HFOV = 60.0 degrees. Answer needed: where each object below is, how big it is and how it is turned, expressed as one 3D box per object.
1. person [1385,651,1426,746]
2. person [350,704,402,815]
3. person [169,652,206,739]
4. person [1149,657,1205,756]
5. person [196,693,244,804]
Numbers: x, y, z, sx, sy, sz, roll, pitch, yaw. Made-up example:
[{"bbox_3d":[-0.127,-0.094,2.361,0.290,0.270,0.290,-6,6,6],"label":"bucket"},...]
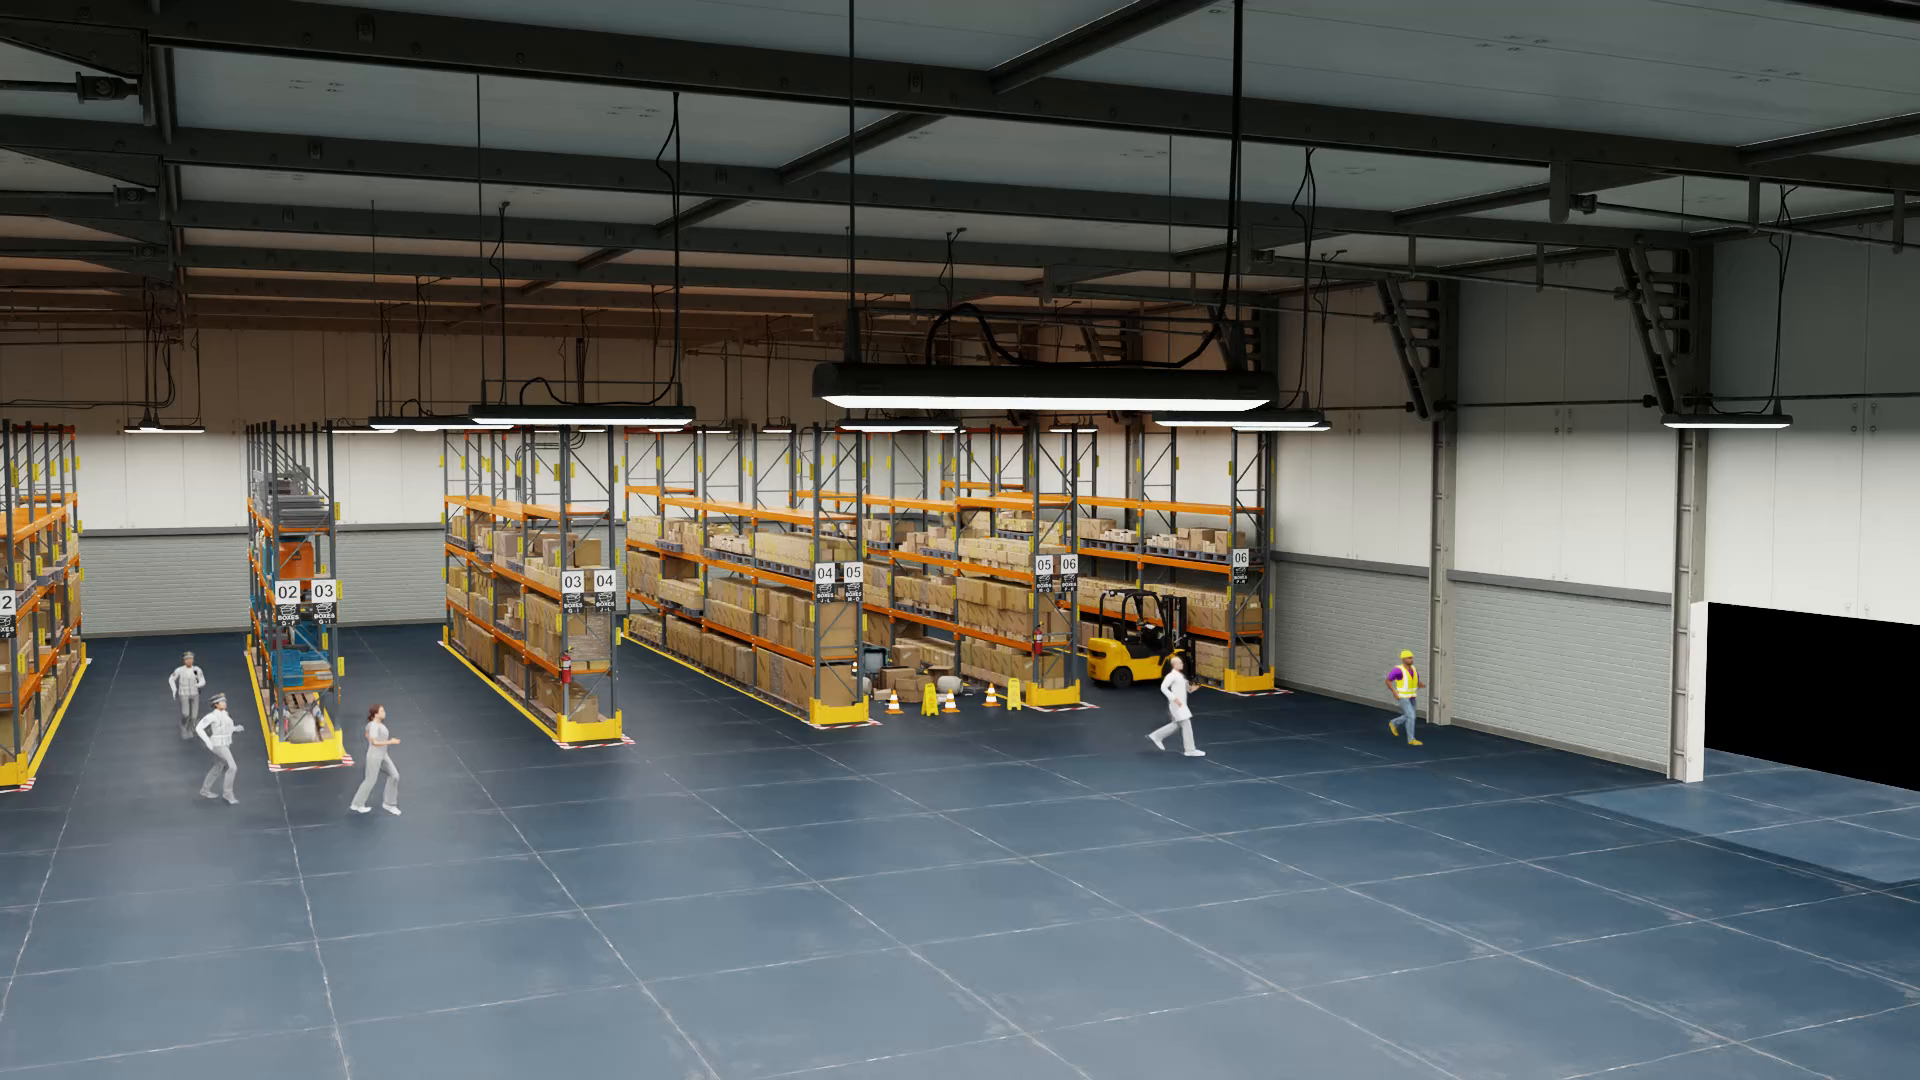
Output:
[{"bbox_3d":[8.257,2.915,30.888,0.705,1.742,0.831,-2,4,-35],"label":"person"},{"bbox_3d":[-8.804,3.318,25.038,0.764,1.713,0.553,0,4,-2],"label":"person"},{"bbox_3d":[-14.473,2.925,31.214,0.593,1.660,0.616,-2,4,-34],"label":"person"},{"bbox_3d":[3.879,2.966,29.713,1.035,1.754,0.713,1,4,17],"label":"person"},{"bbox_3d":[-11.535,3.258,25.947,0.731,1.755,0.582,0,4,-2],"label":"person"}]
